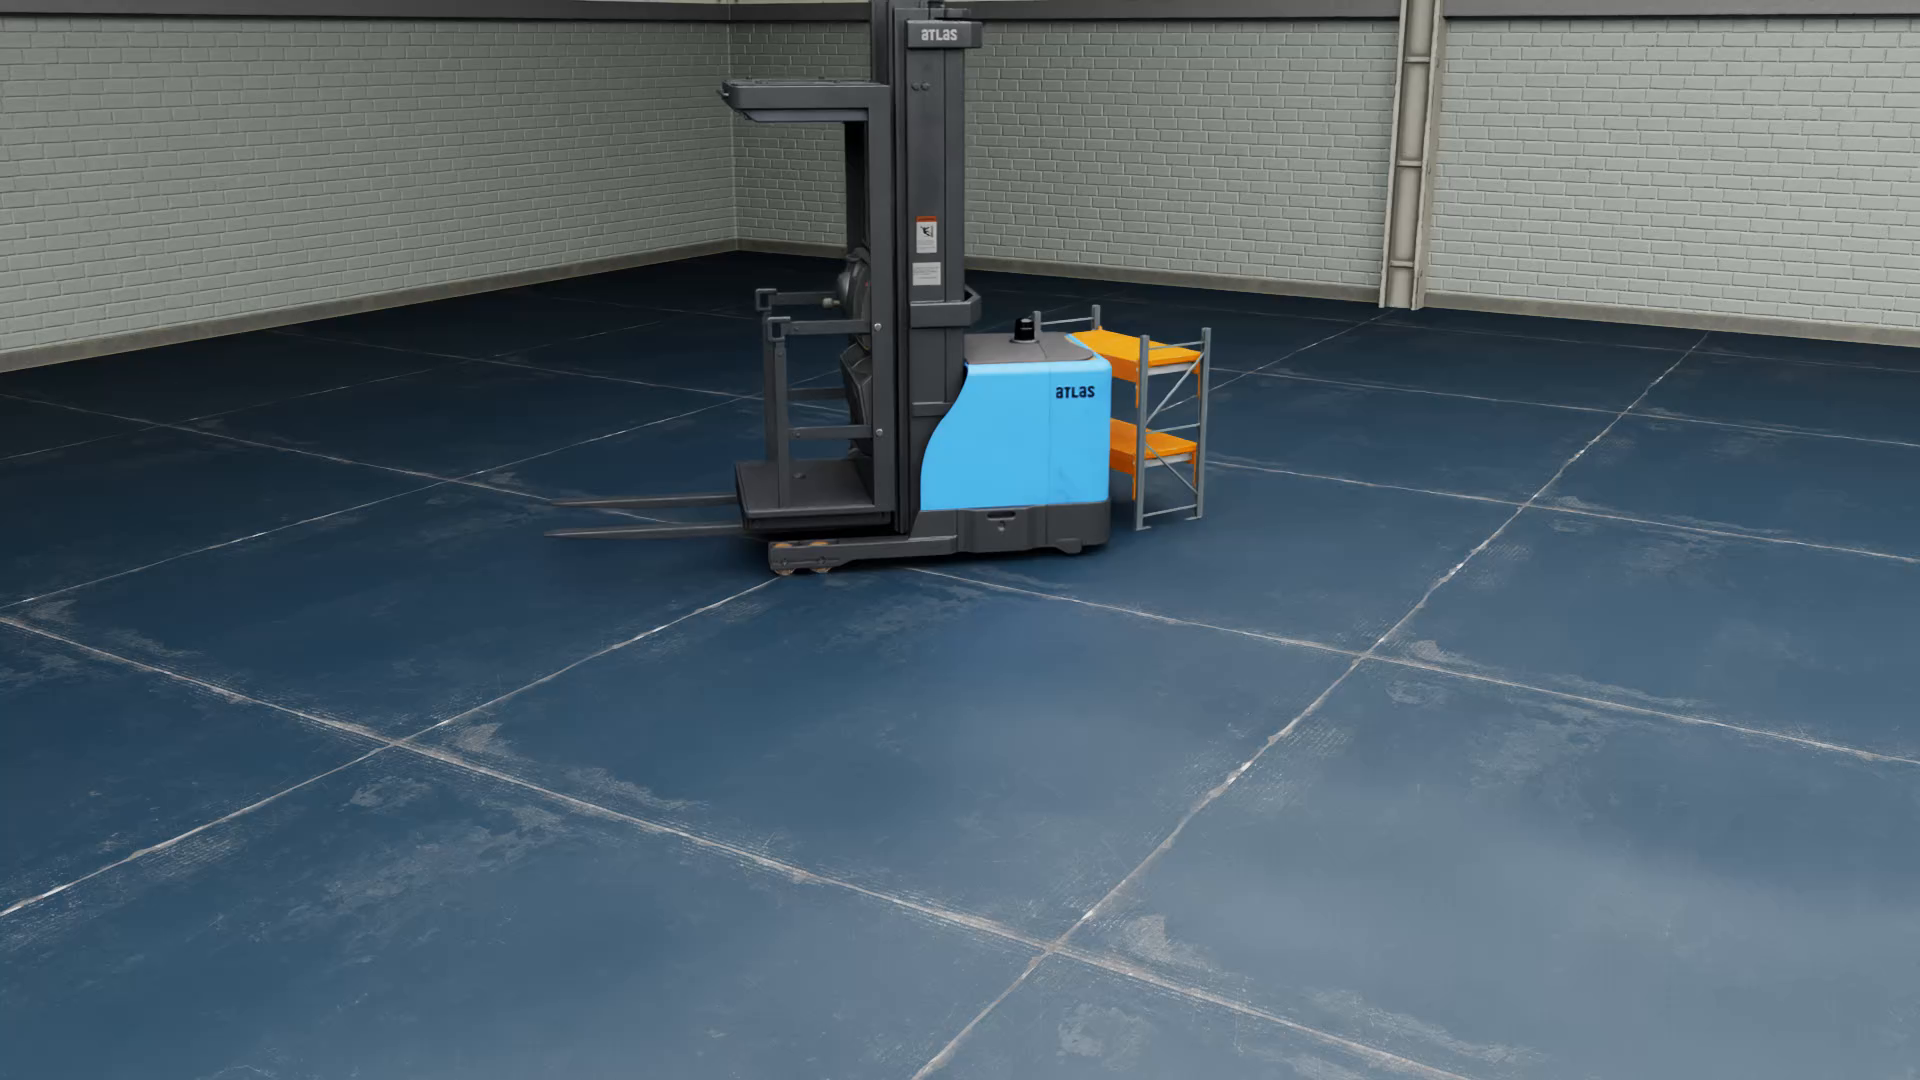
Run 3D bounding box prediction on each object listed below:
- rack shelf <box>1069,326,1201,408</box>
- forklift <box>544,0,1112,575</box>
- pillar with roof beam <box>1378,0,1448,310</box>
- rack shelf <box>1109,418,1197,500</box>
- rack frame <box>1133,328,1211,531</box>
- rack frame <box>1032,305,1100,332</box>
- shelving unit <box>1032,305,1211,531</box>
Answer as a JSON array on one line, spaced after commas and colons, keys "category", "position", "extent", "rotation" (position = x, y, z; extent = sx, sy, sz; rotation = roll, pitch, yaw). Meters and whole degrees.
[{"category": "rack shelf", "position": [0.934, -1.037, 9.849], "extent": [0.538, 0.278, 1.000], "rotation": [-11, 20, -32]}, {"category": "forklift", "position": [-0.743, -1.384, 8.896], "extent": [3.031, 2.935, 1.130], "rotation": [-3, 17, -10]}, {"category": "pillar with roof beam", "position": [2.375, -5.685, 12.615], "extent": [0.400, 9.000, 9.100], "rotation": [10, 20, 30]}, {"category": "rack shelf", "position": [0.933, -0.523, 10.004], "extent": [0.538, 0.278, 1.000], "rotation": [-11, 20, -32]}, {"category": "rack frame", "position": [1.216, -0.634, 9.529], "extent": [0.500, 1.125, 0.032], "rotation": [-11, 20, -32]}, {"category": "rack frame", "position": [0.652, -0.880, 10.338], "extent": [0.500, 1.125, 0.032], "rotation": [-11, 20, -32]}, {"category": "shelving unit", "position": [0.934, -0.757, 9.934], "extent": [0.538, 1.125, 1.048], "rotation": [-11, 20, -32]}]
